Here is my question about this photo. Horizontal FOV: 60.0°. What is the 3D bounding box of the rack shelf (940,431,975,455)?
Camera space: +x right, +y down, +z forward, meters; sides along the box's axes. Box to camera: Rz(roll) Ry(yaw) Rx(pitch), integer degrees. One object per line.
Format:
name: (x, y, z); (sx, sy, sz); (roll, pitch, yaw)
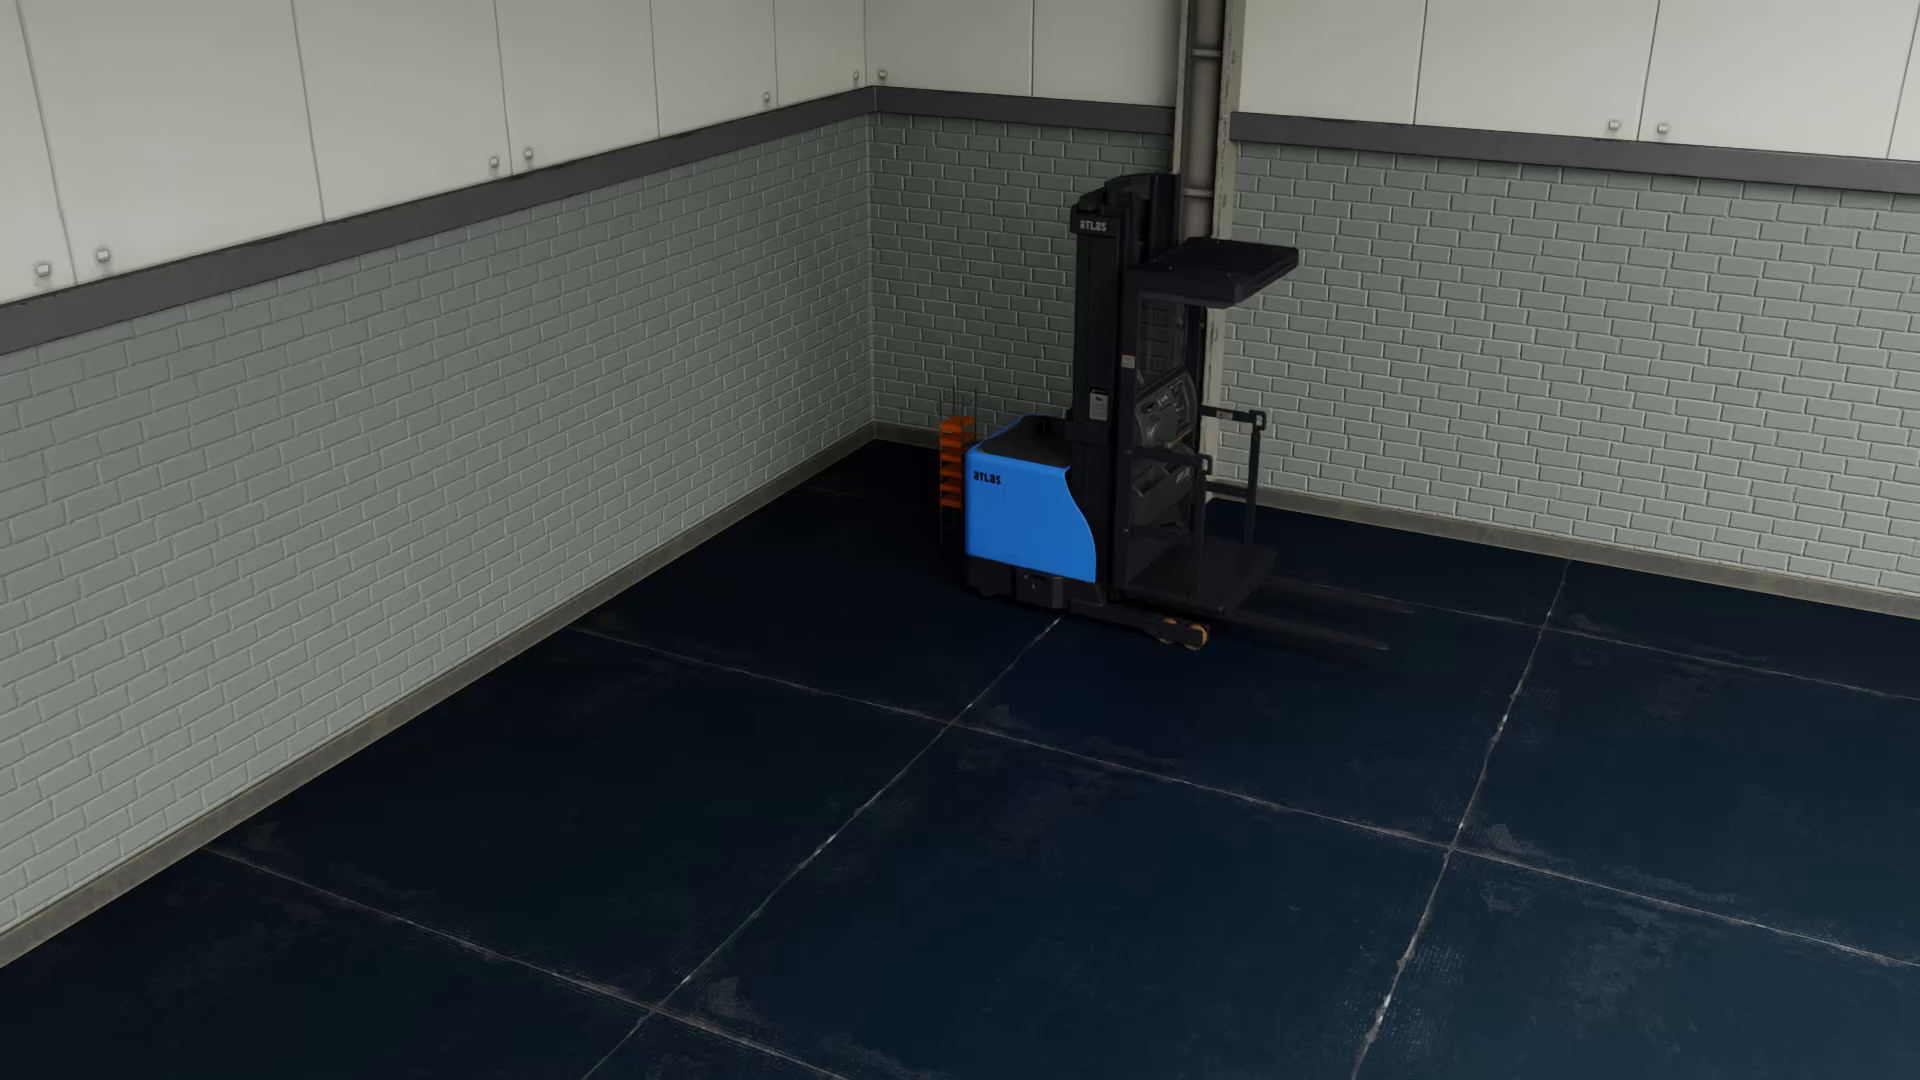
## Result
rack shelf: (-0.013, -0.735, 12.445); (0.180, 0.103, 0.258); (11, 25, 25)

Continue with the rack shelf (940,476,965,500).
rack shelf: (-0.013, -0.403, 12.586); (0.180, 0.103, 0.258); (11, 25, 25)

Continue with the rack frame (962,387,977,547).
rack frame: (0.069, -0.539, 12.483); (0.006, 1.200, 0.240); (11, 25, 25)

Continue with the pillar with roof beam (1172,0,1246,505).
pillar with roof beam: (-0.108, -2.981, 8.261); (0.400, 9.000, 9.100); (11, 25, 25)

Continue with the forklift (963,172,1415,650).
forklift: (1.556, -0.857, 11.020); (3.031, 2.935, 1.130); (12, 26, 27)

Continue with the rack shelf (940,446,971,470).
rack shelf: (-0.013, -0.624, 12.492); (0.180, 0.103, 0.258); (11, 25, 25)

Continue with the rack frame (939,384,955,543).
rack frame: (-0.095, -0.571, 12.559); (0.006, 1.200, 0.240); (11, 25, 25)

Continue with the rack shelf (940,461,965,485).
rack shelf: (-0.013, -0.514, 12.539); (0.180, 0.103, 0.258); (11, 25, 25)

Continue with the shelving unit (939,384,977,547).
shelving unit: (-0.013, -0.555, 12.521); (0.189, 1.200, 0.258); (11, 25, 25)

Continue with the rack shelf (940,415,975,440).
rack shelf: (-0.013, -0.845, 12.398); (0.180, 0.103, 0.258); (11, 25, 25)

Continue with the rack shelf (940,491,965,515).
rack shelf: (-0.013, -0.293, 12.633); (0.180, 0.103, 0.258); (11, 25, 25)
